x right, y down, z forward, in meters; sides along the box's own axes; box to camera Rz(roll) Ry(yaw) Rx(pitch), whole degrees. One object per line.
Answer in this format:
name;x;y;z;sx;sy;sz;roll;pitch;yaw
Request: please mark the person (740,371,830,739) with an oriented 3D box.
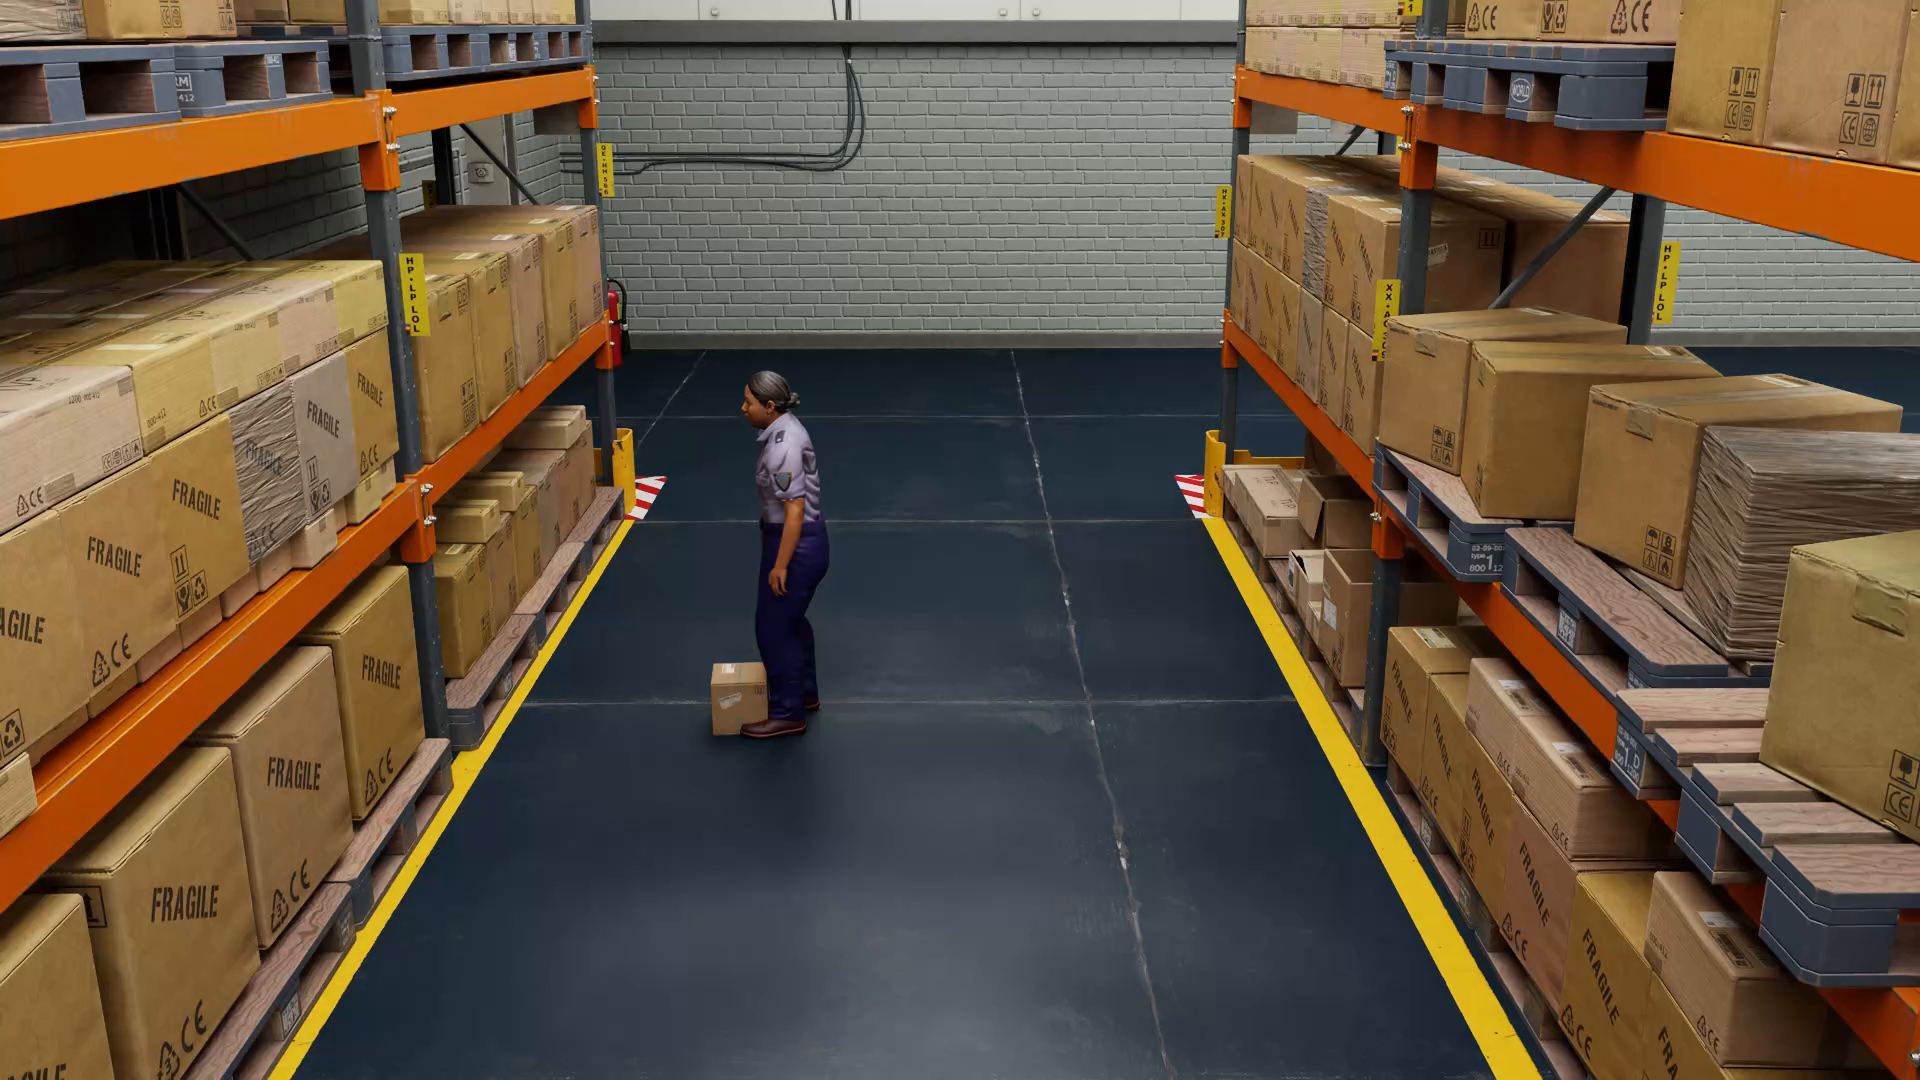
person;-0.791;0.055;7.388;0.421;1.648;0.564;-1;17;-4
